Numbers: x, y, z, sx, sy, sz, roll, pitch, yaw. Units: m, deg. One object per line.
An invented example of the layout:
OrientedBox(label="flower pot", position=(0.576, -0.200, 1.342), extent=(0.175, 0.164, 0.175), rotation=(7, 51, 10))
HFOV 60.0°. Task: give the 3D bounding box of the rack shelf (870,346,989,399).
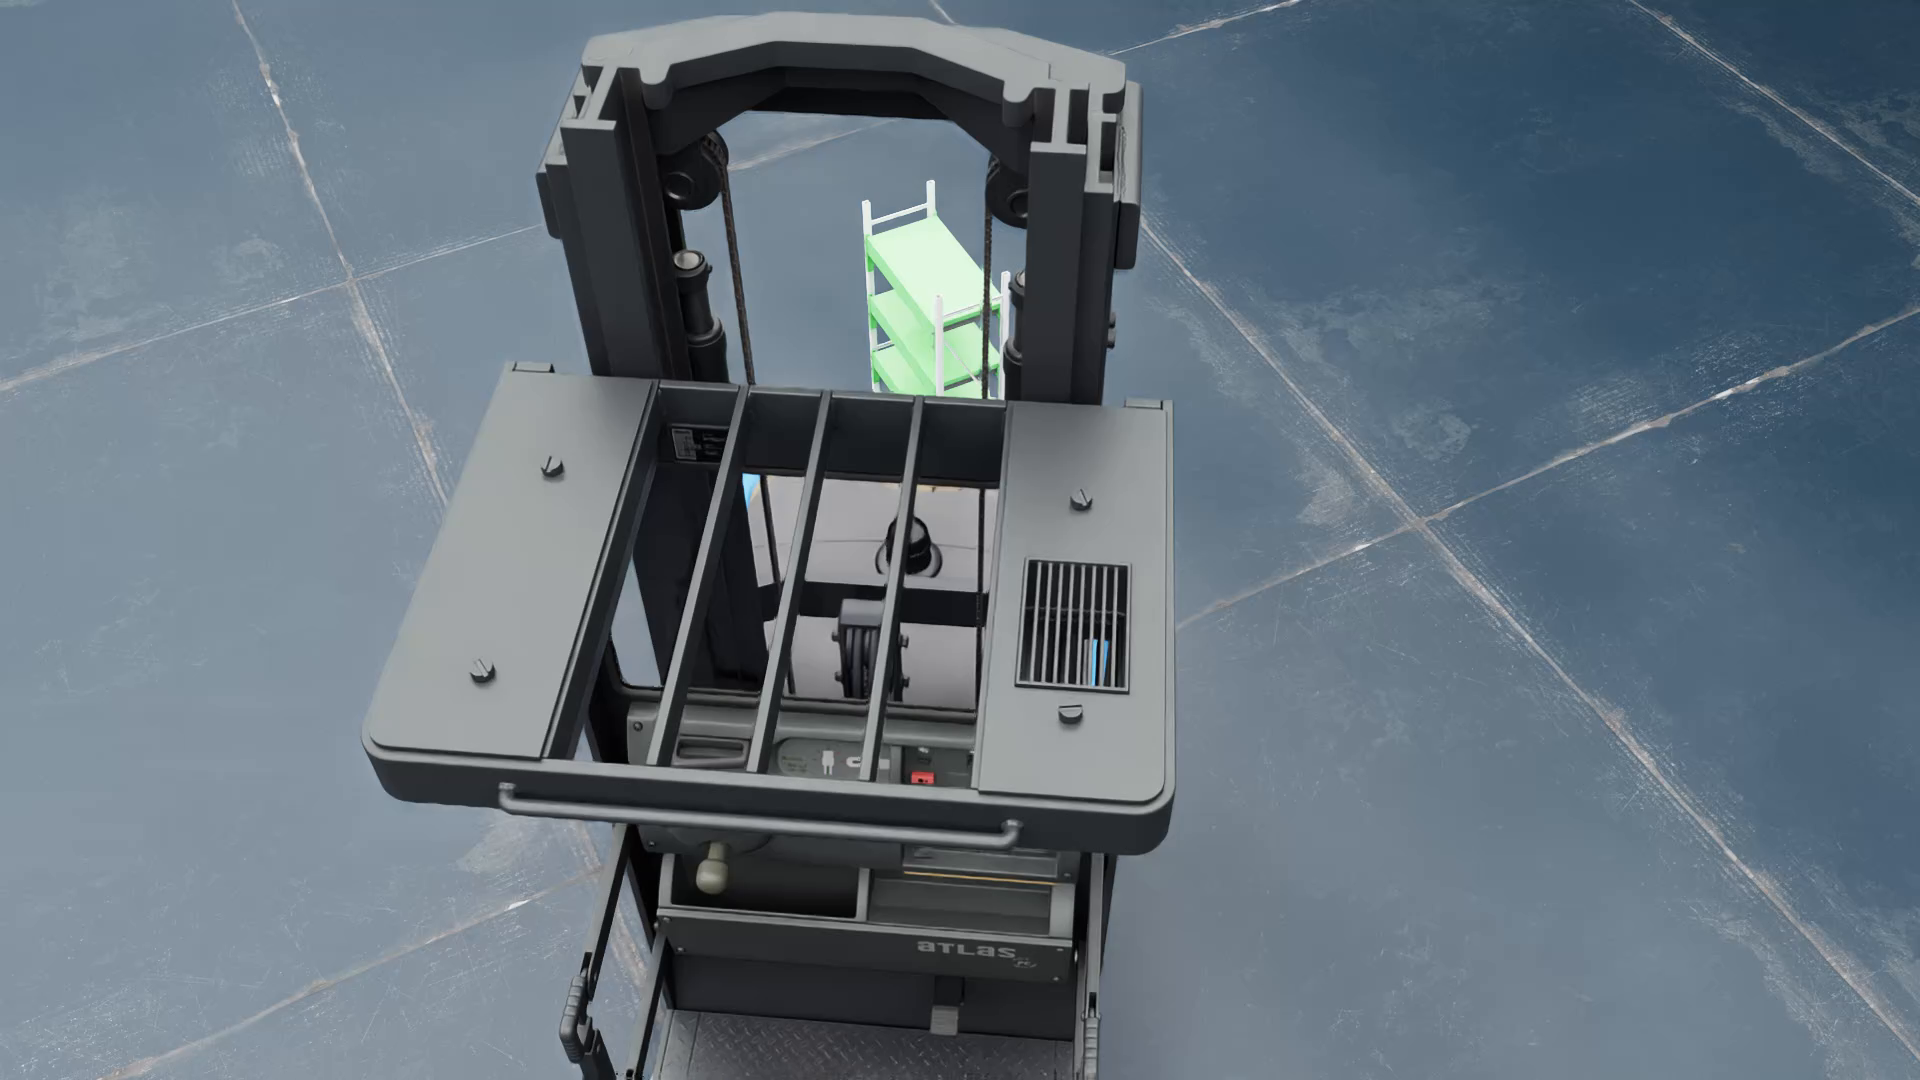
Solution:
OrientedBox(label="rack shelf", position=(-0.076, -0.464, 5.443), extent=(0.258, 0.148, 0.480), rotation=(-21, 52, -18))

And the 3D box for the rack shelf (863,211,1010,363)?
OrientedBox(label="rack shelf", position=(-0.076, -0.780, 5.082), extent=(0.258, 0.148, 0.480), rotation=(-21, 52, -18))

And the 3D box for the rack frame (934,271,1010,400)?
OrientedBox(label="rack frame", position=(0.036, -0.342, 5.252), extent=(0.240, 1.200, 0.015), rotation=(-21, 52, -18))

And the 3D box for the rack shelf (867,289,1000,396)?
OrientedBox(label="rack shelf", position=(-0.076, -0.622, 5.263), extent=(0.258, 0.148, 0.480), rotation=(-21, 52, -18))

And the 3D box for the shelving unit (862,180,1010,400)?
OrientedBox(label="shelving unit", position=(-0.076, -0.506, 5.395), extent=(0.258, 1.200, 0.503), rotation=(-21, 52, -18))

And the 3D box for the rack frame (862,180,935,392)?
OrientedBox(label="rack frame", position=(-0.187, -0.669, 5.538), extent=(0.240, 1.200, 0.015), rotation=(-21, 52, -18))

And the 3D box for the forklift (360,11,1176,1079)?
OrientedBox(label="forklift", position=(-0.225, 0.649, 3.235), extent=(1.130, 2.935, 3.031), rotation=(4, 49, 3))
